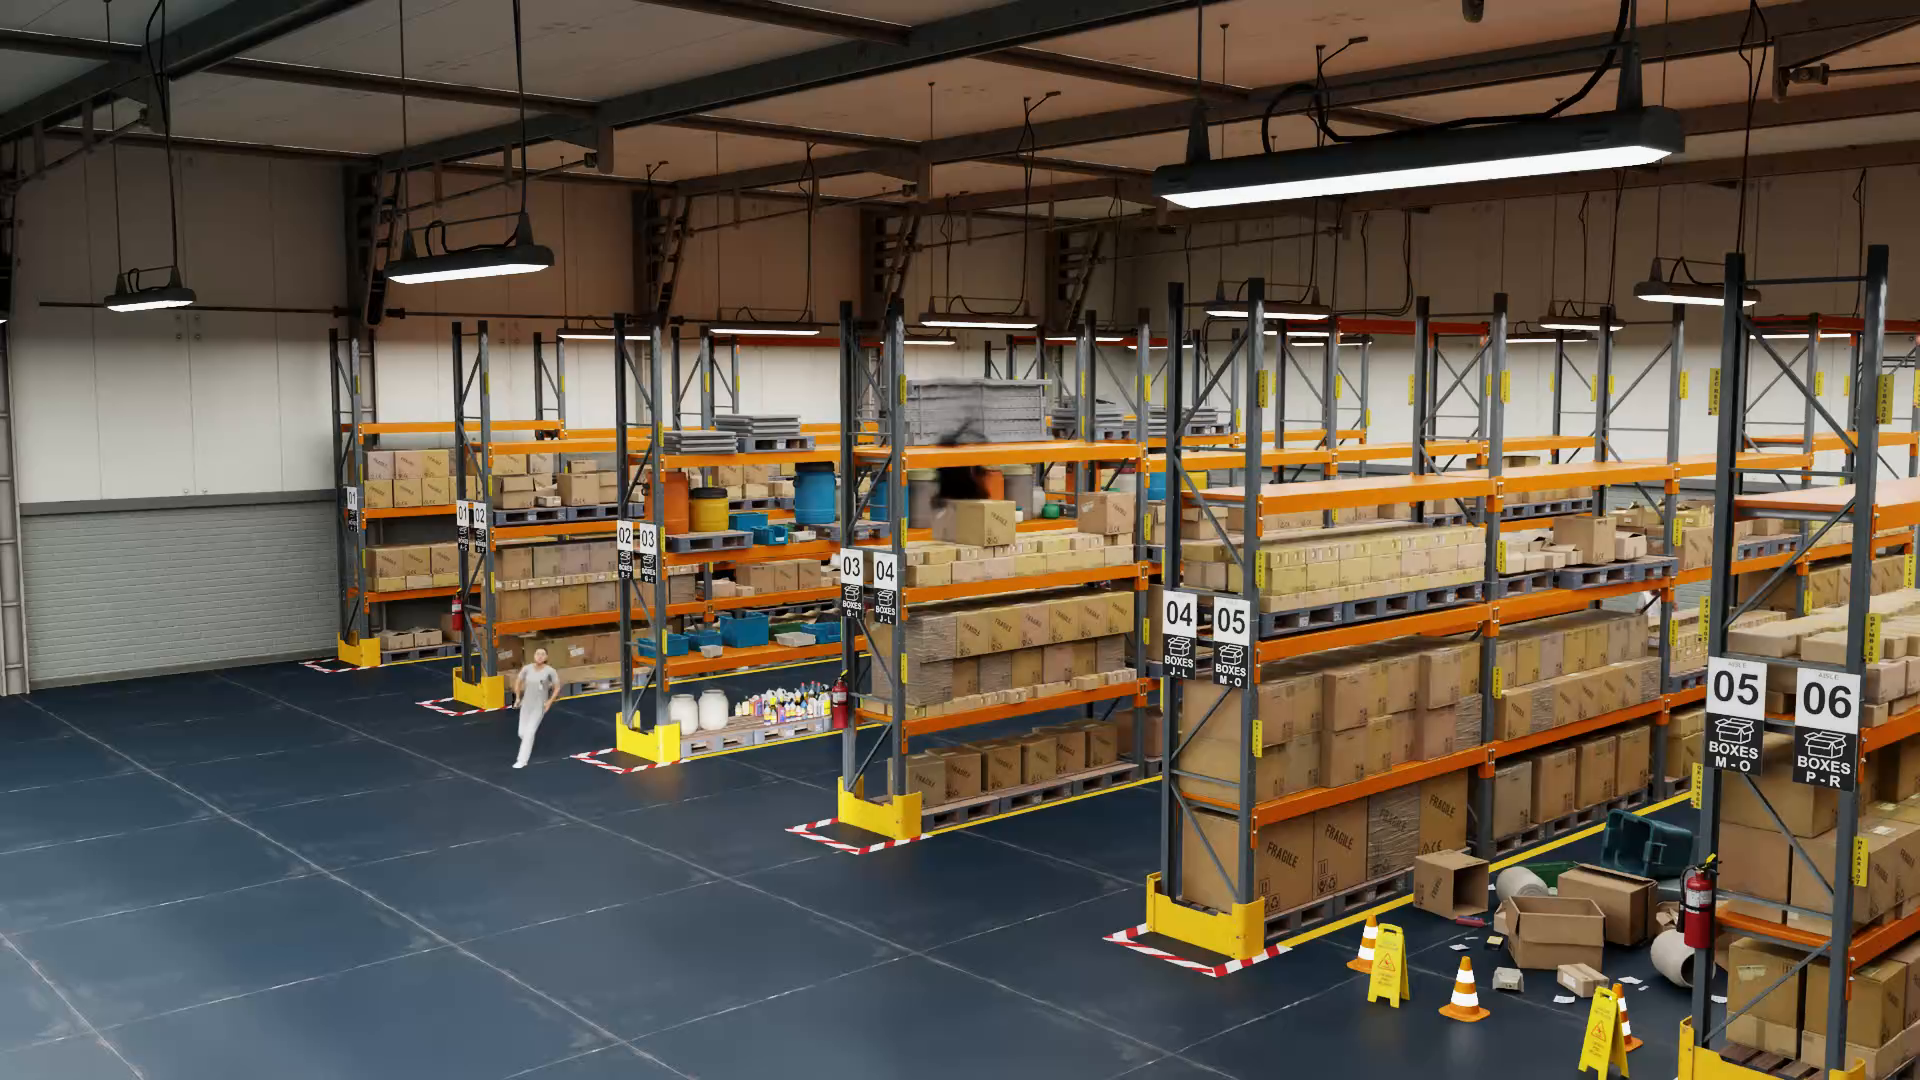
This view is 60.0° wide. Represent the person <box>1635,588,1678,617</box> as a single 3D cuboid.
[{"bbox_3d":[11.825,1.493,28.194,0.715,1.771,0.906,2,6,16],"label":"person"}]

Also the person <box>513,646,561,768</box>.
[{"bbox_3d":[-5.599,2.195,22.044,0.596,1.587,0.574,0,6,-2],"label":"person"}]

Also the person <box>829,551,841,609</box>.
[{"bbox_3d":[-2.469,0.899,34.407,0.821,1.826,0.606,-6,8,-44],"label":"person"}]
